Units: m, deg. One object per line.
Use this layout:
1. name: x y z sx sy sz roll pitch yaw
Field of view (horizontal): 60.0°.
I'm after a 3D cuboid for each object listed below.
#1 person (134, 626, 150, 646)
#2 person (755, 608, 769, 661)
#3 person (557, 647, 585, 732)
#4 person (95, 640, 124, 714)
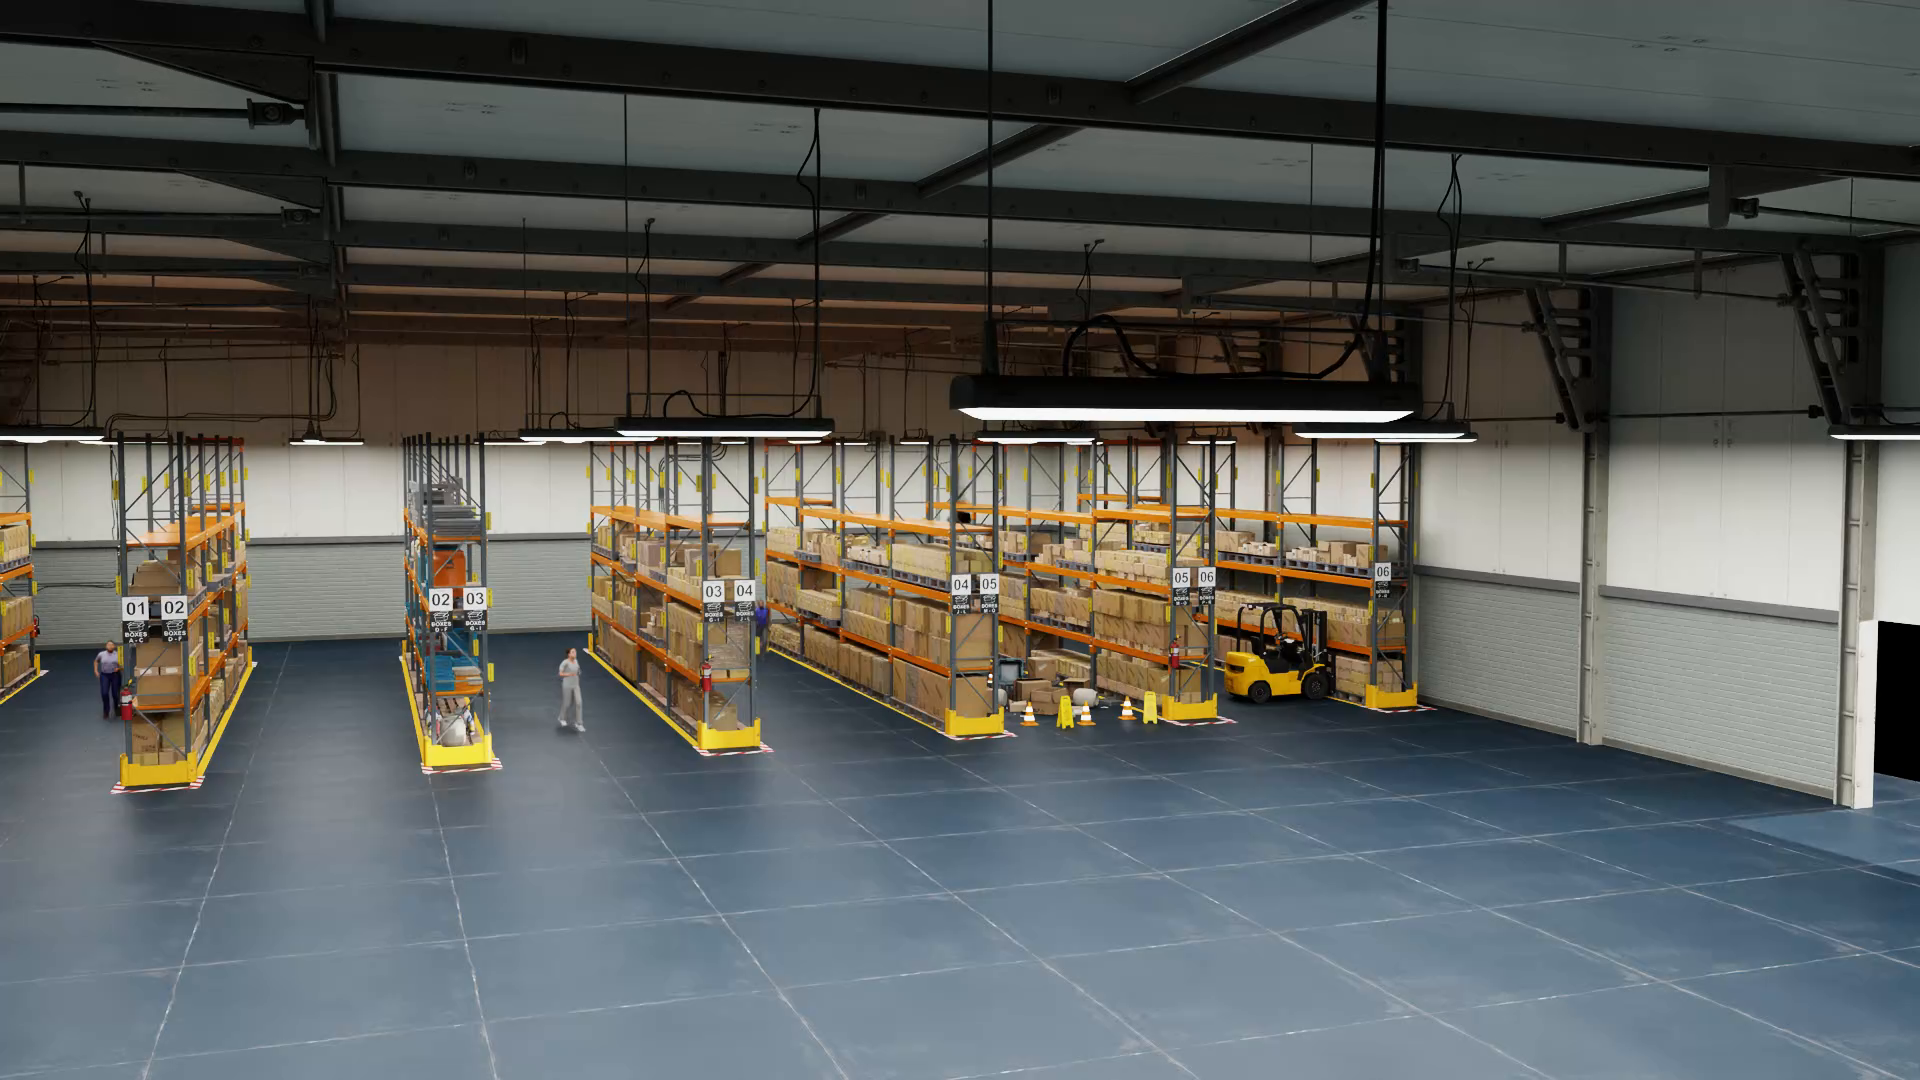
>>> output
1. person: -19.660 2.478 40.013 0.588 1.461 0.738 -1 3 -20
2. person: -5.402 2.538 45.056 0.548 1.453 0.755 -1 3 -25
3. person: -7.939 3.012 33.766 0.874 1.705 0.548 3 4 43
4. person: -17.965 2.880 35.180 0.614 1.535 0.692 -2 3 -25
